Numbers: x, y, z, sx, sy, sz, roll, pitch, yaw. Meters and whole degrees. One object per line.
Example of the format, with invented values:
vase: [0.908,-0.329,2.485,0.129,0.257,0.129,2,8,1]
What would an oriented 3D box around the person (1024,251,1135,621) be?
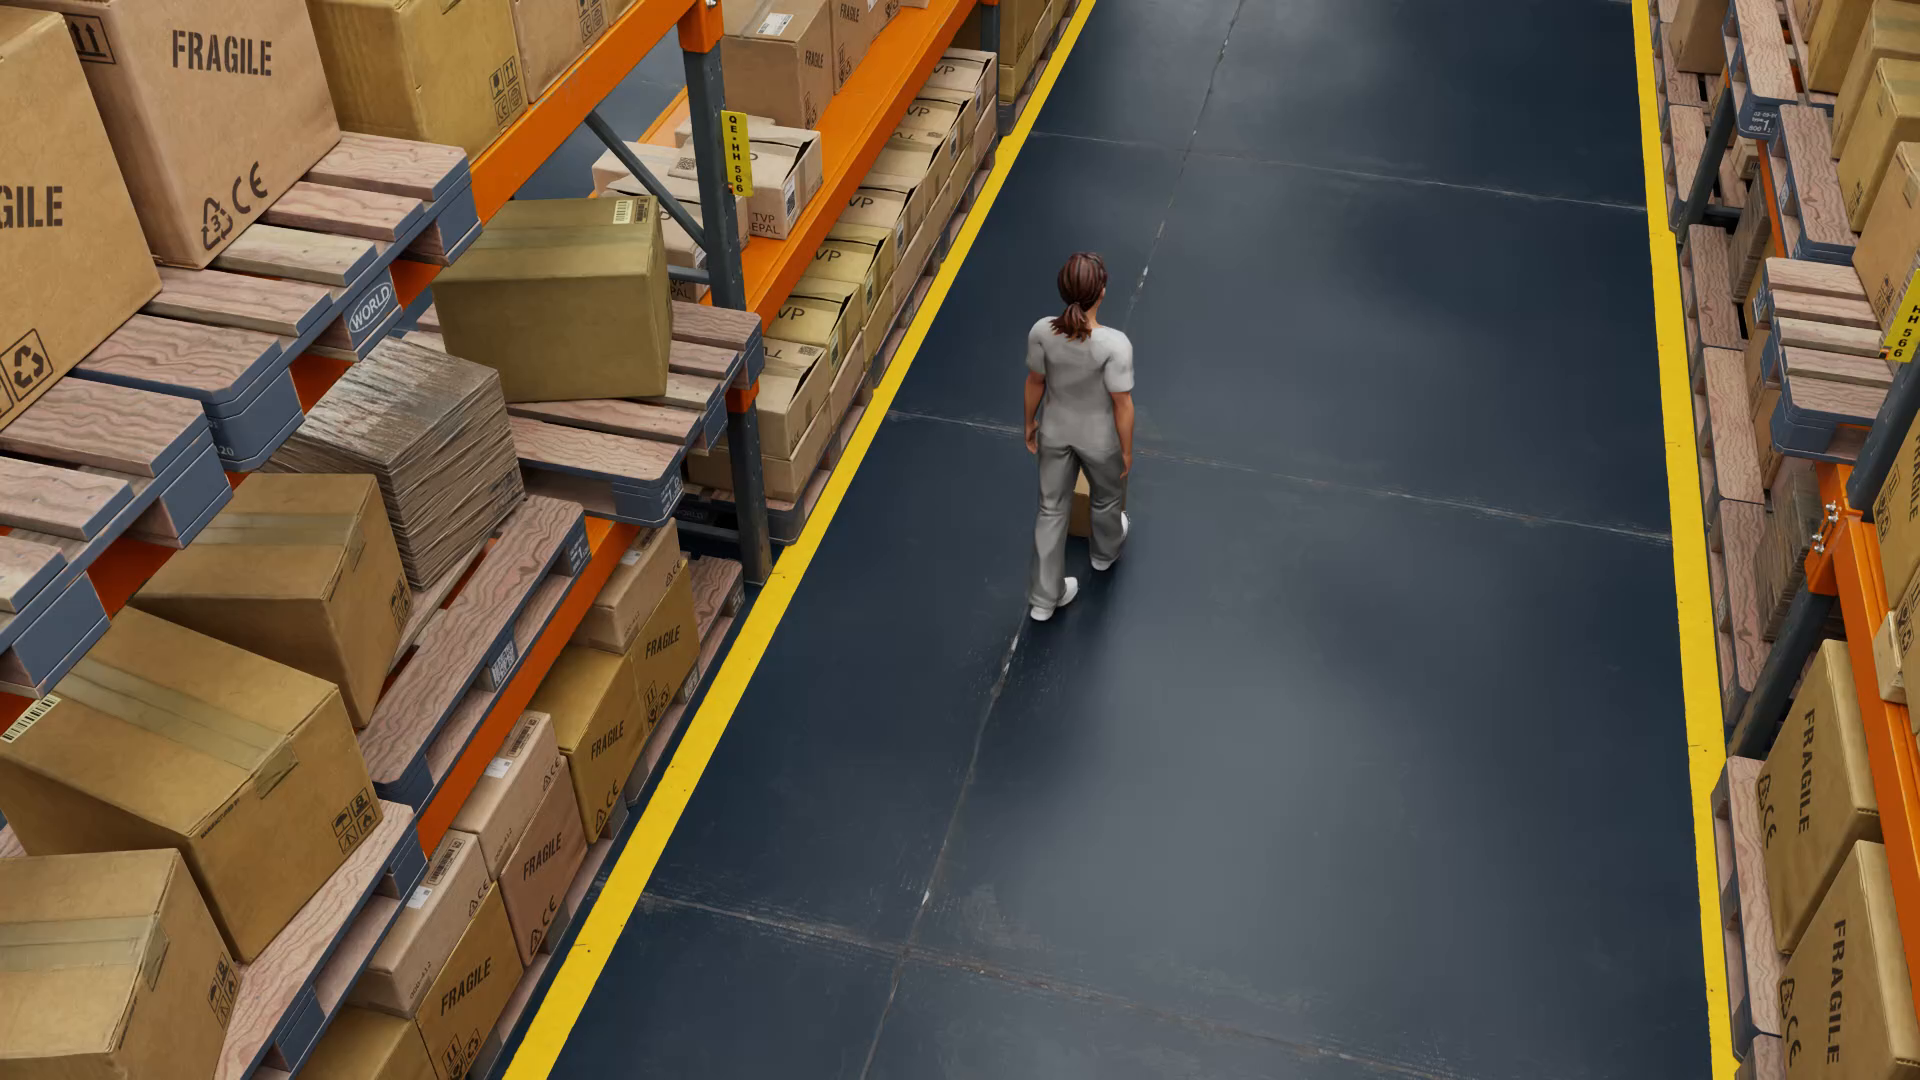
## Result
person: [0.514,-0.465,6.689,0.462,1.665,0.722,16,44,18]
